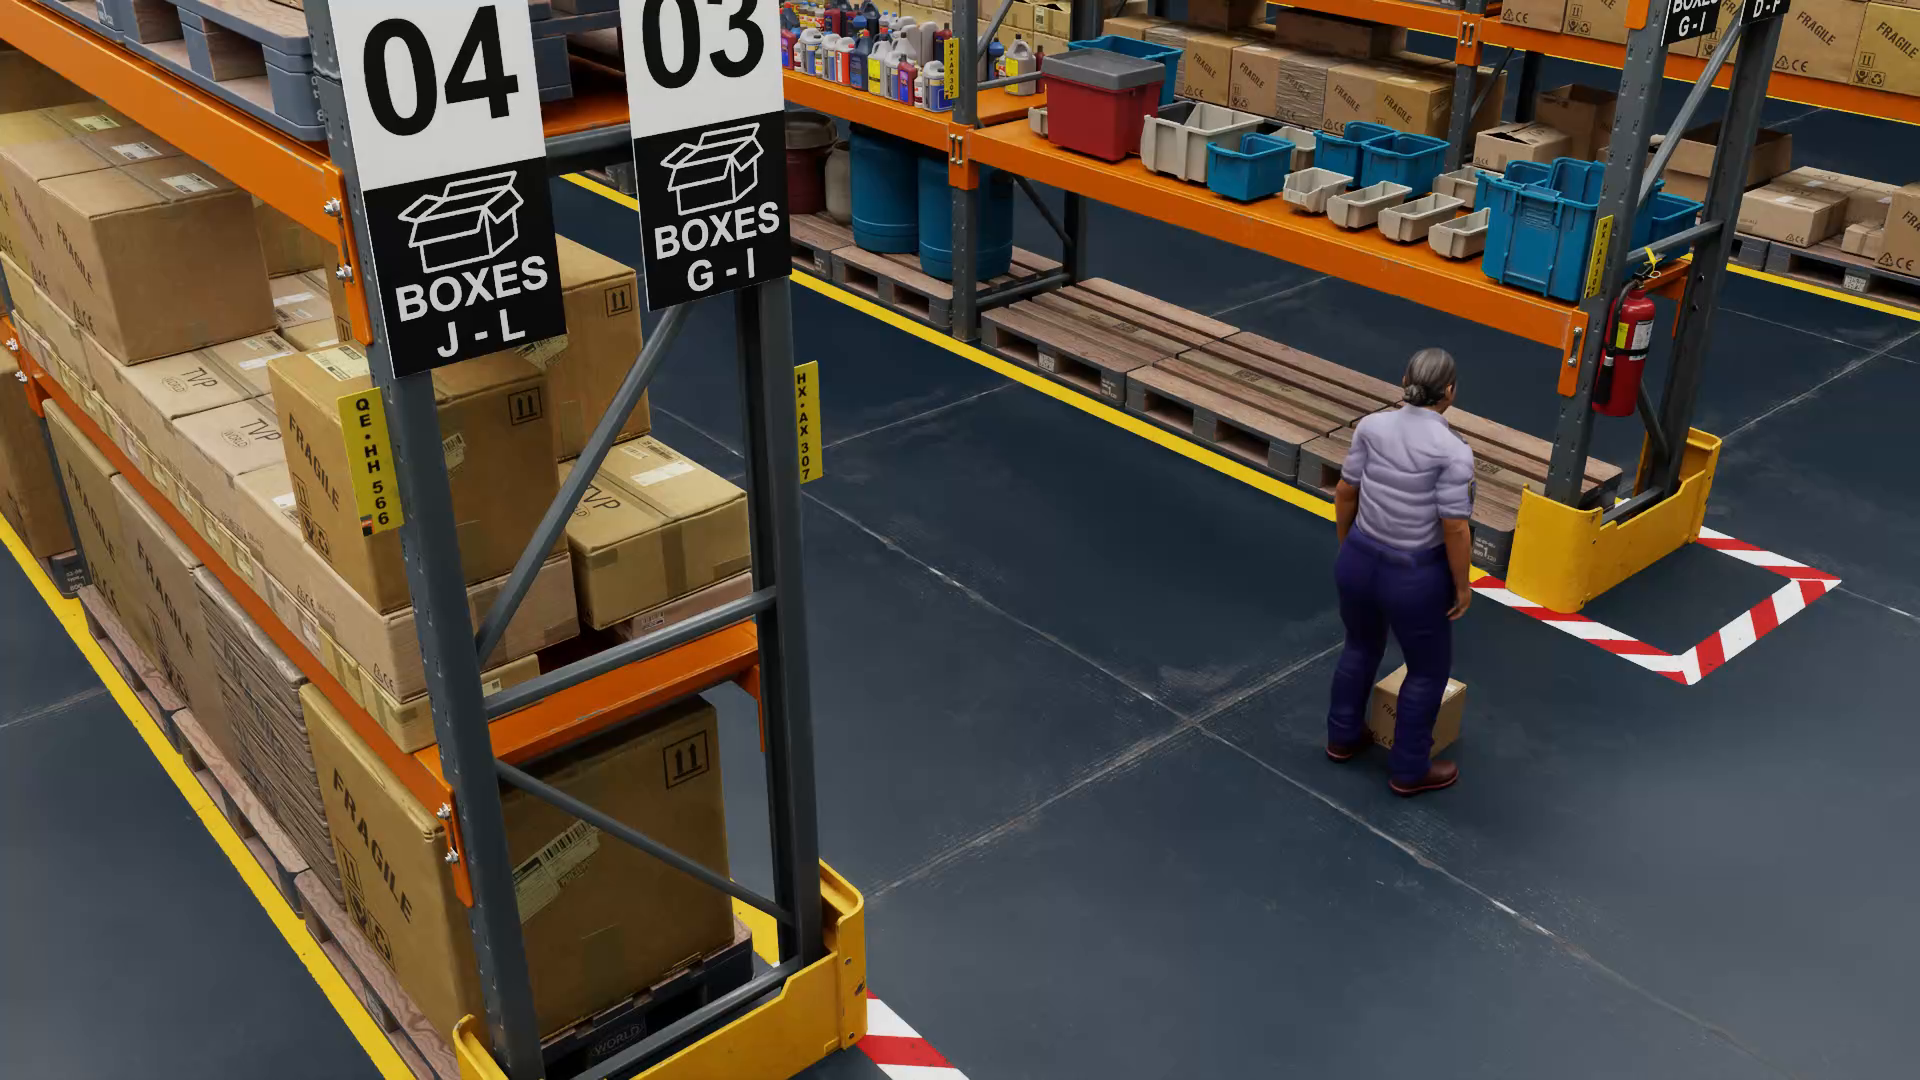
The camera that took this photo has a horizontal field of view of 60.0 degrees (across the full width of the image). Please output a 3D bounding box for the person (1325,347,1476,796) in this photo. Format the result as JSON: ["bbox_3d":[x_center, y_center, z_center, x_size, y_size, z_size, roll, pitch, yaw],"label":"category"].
[{"bbox_3d":[1.575,0.119,5.909,0.369,1.652,0.554,-24,37,-37],"label":"person"}]
